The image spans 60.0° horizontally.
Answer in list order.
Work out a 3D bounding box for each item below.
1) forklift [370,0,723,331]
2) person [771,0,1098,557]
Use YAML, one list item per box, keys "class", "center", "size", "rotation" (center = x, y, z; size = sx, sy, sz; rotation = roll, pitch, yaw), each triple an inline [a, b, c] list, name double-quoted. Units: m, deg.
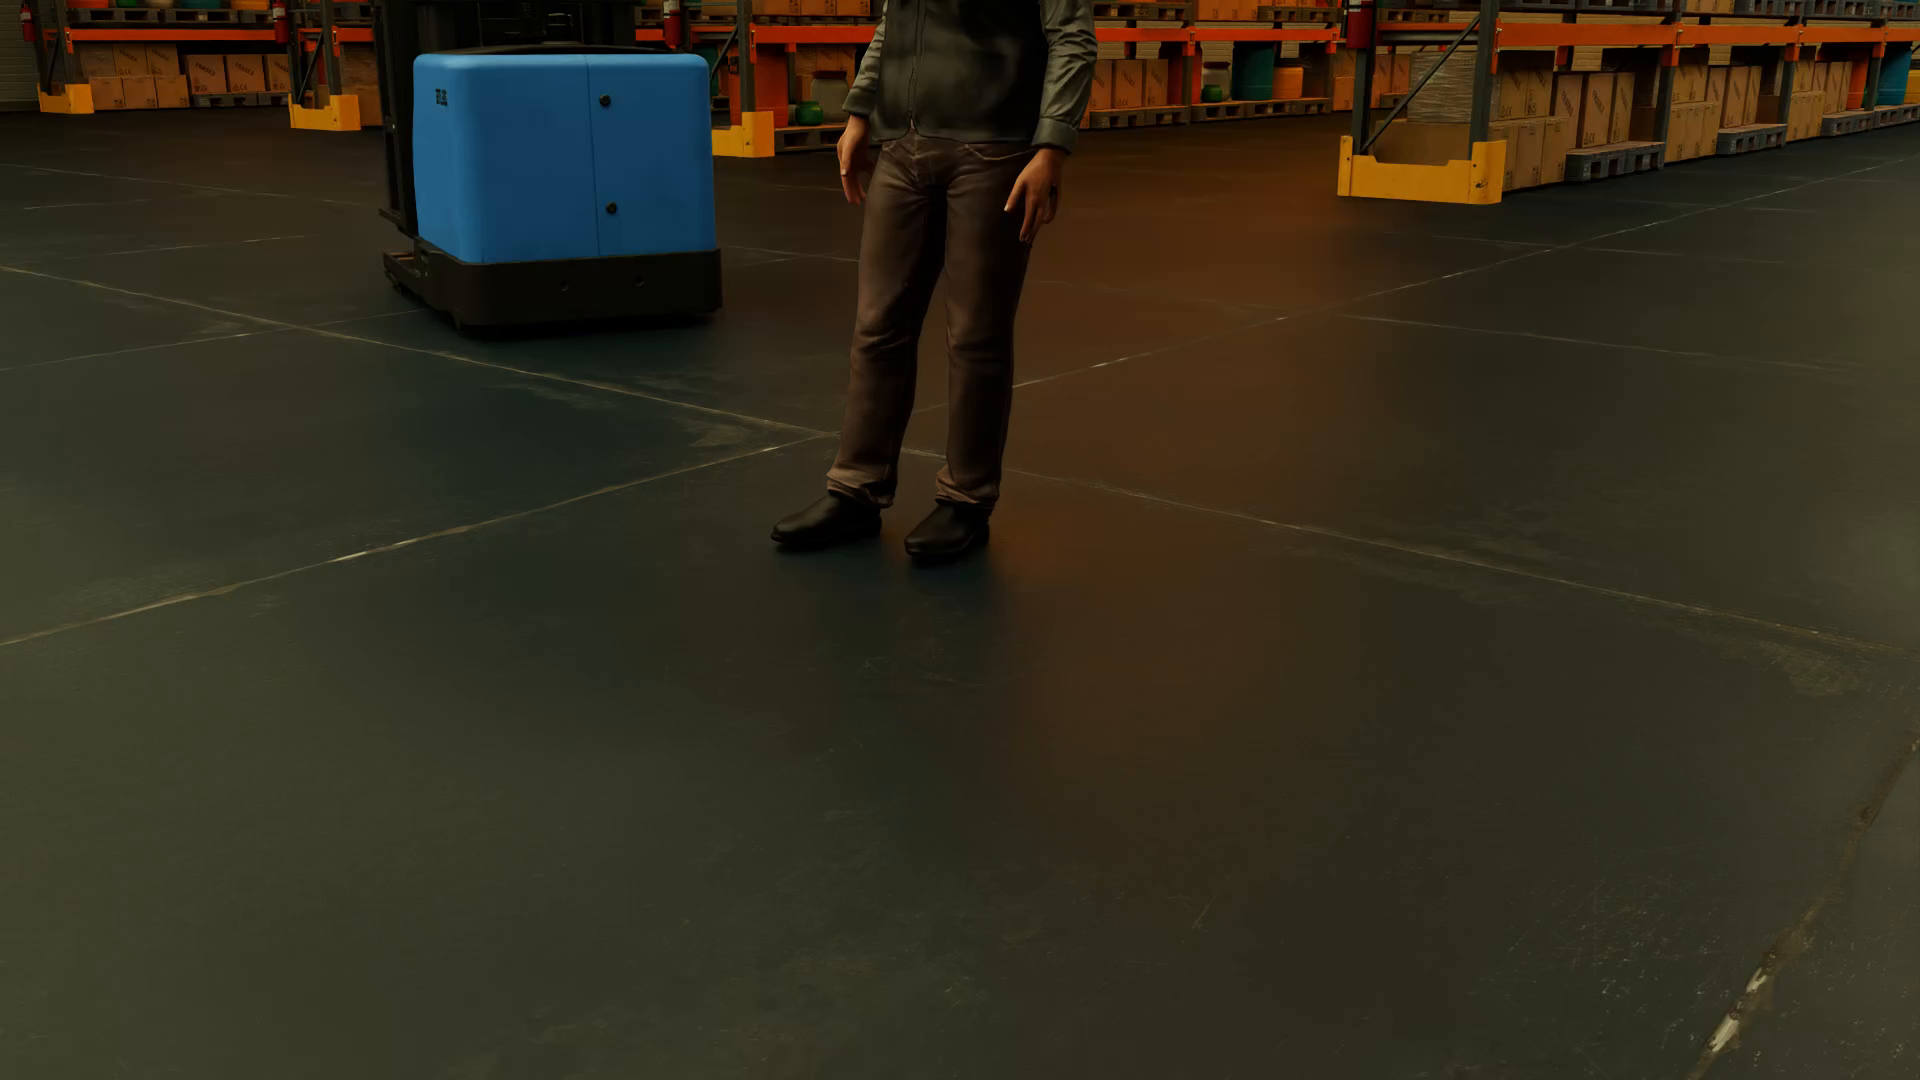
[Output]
- class: "forklift"
  center: [-2.094, -2.608, 7.485]
  size: [1.130, 2.935, 3.031]
  rotation: [-8, 19, -26]
- class: "person"
  center: [-0.046, -0.818, 3.649]
  size: [0.632, 1.720, 0.568]
  rotation: [13, 21, 37]
